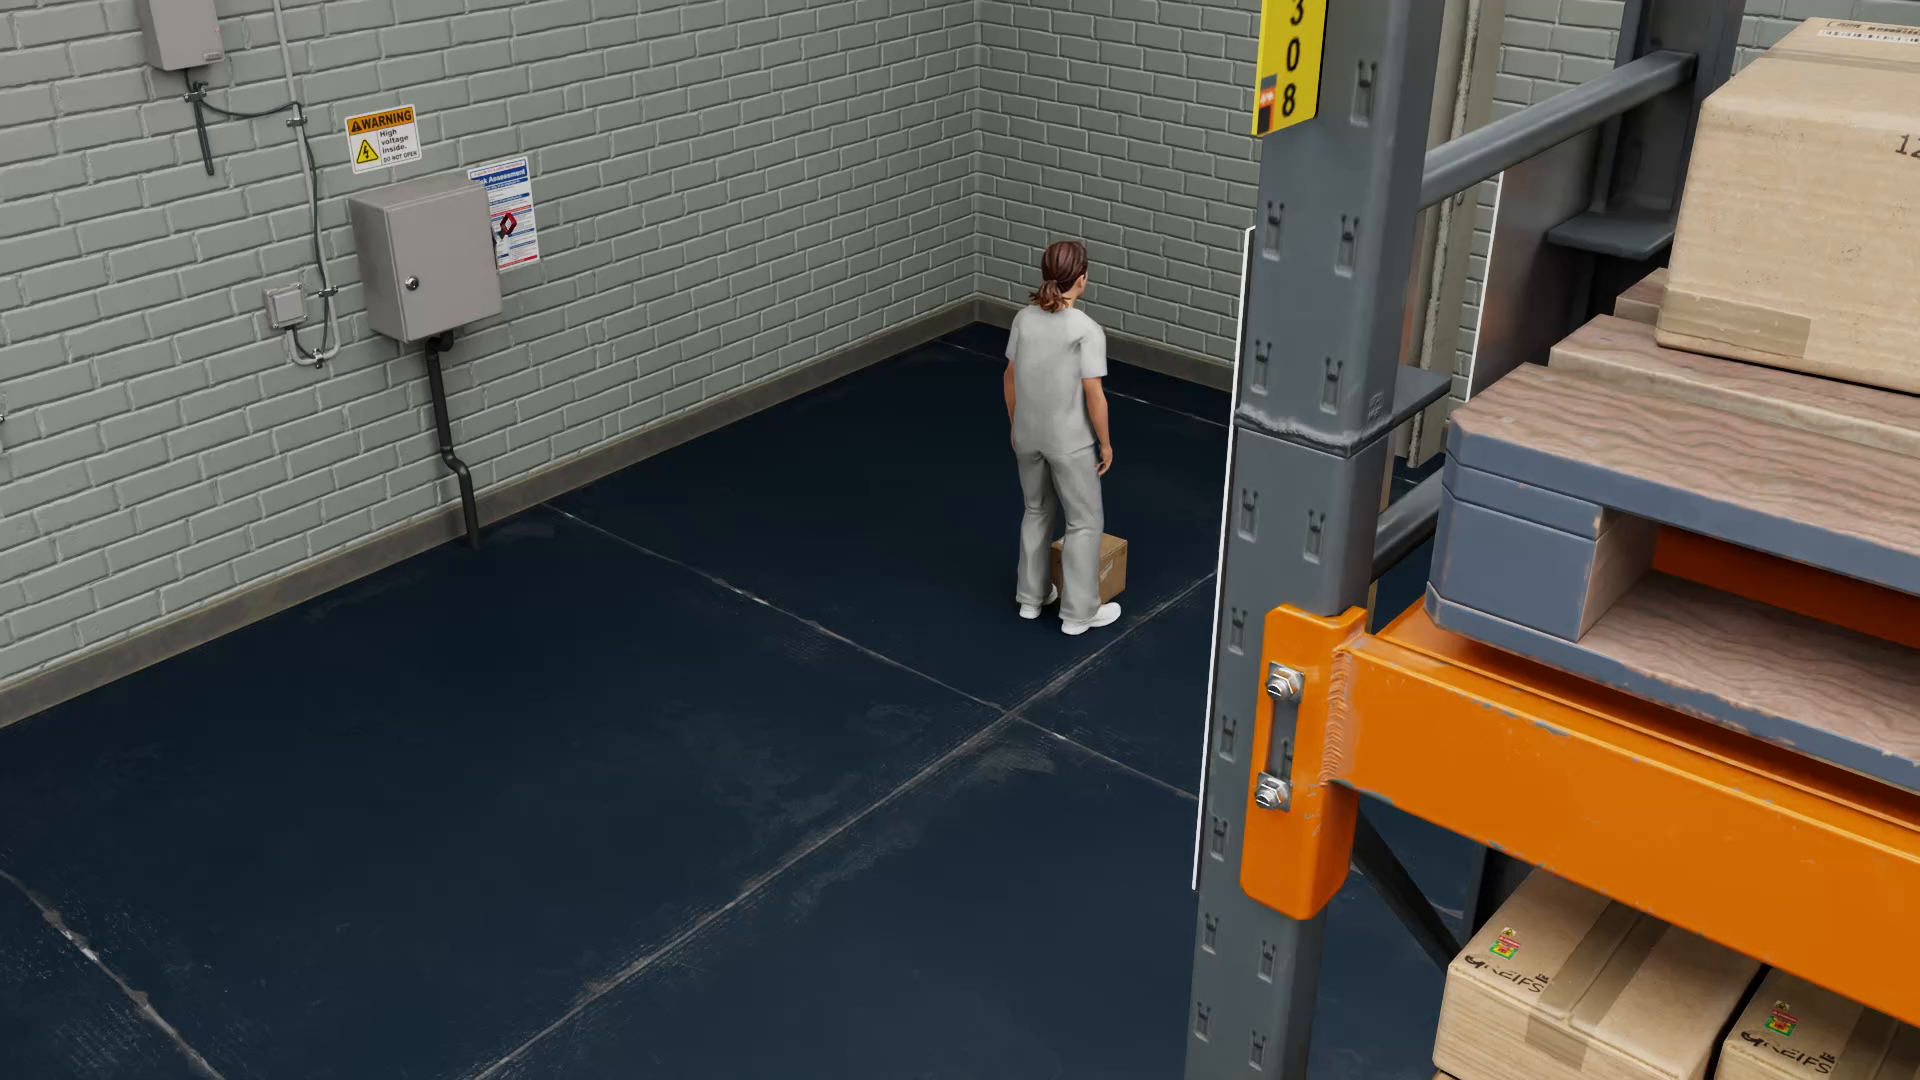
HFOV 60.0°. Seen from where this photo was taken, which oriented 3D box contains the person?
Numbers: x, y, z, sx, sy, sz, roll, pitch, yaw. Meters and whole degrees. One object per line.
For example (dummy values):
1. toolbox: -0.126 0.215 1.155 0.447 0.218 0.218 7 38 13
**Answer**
1. person: 0.417 -0.417 6.925 0.512 1.671 0.364 18 33 31
